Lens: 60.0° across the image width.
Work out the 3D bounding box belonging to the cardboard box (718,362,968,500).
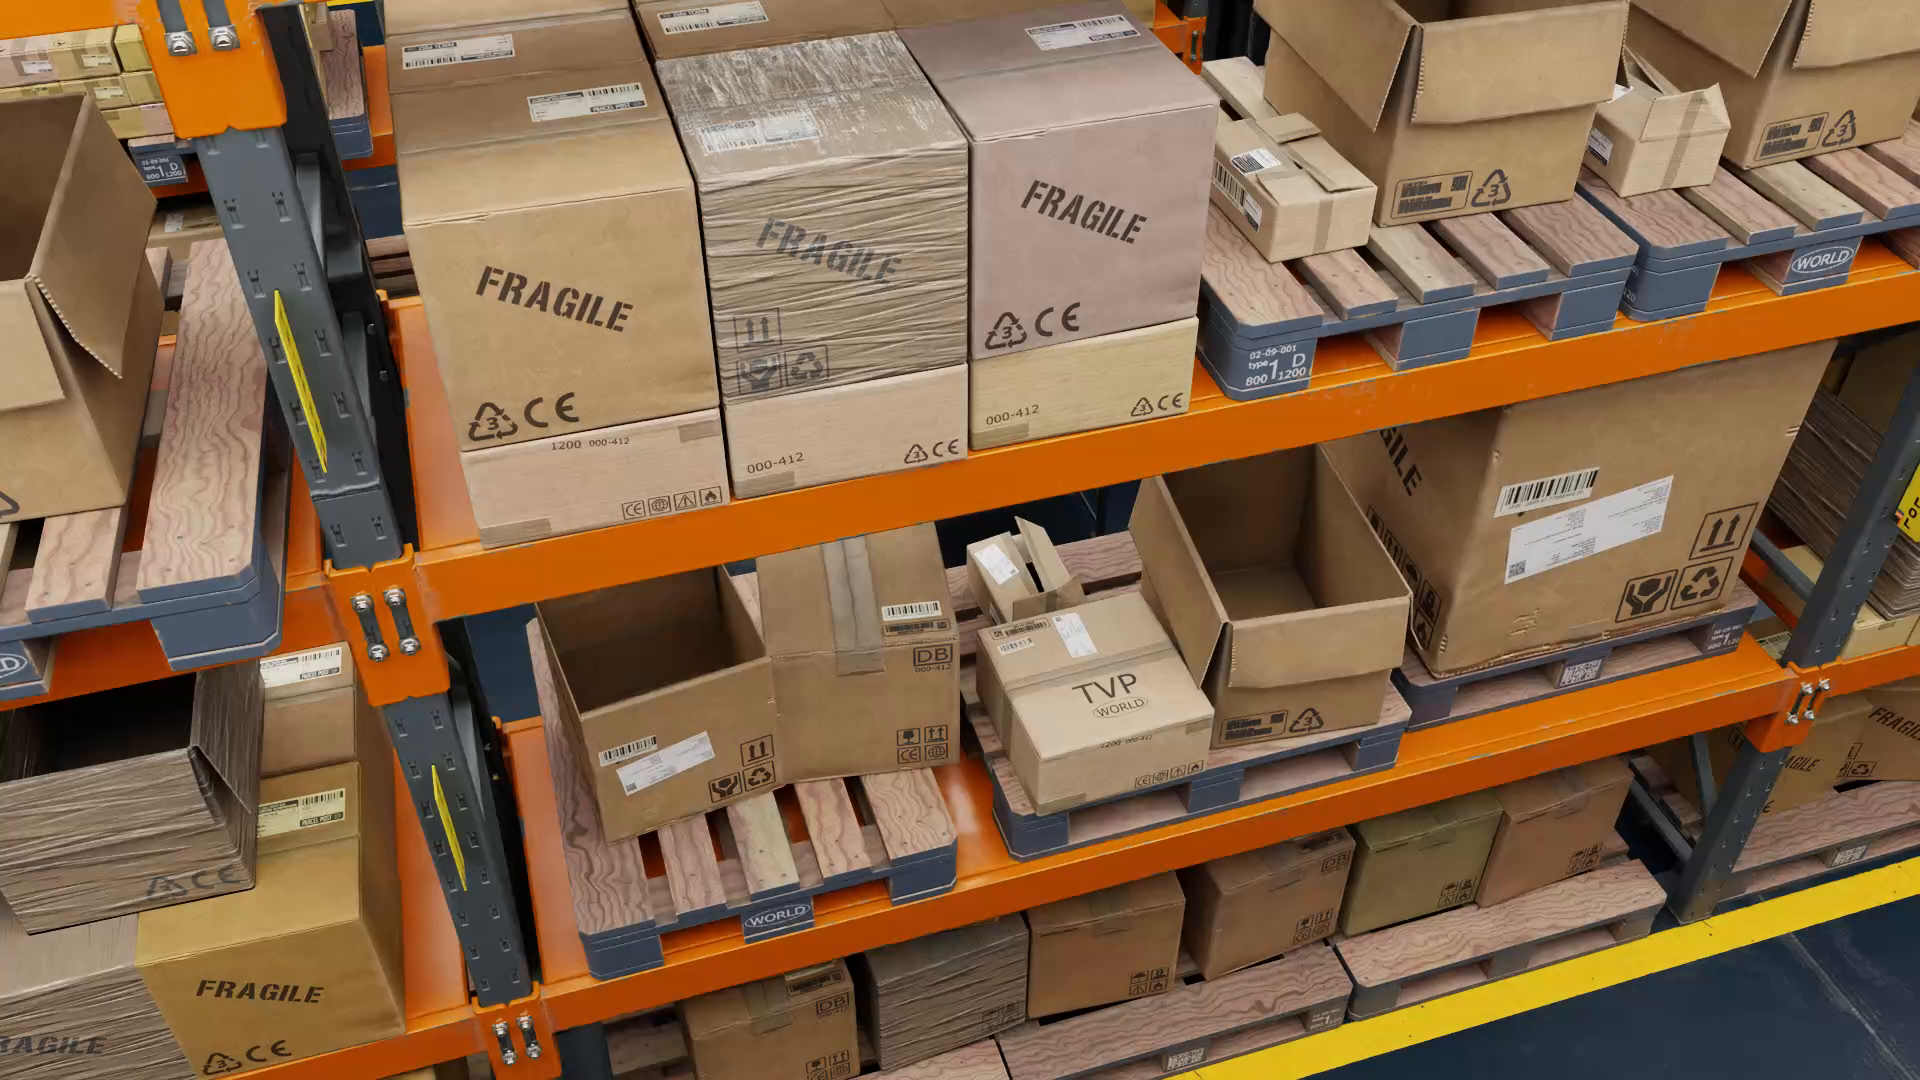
[{"bbox_3d":[-0.292,-0.375,3.583,0.500,0.250,0.500,-11,42,-12],"label":"cardboard box"}]

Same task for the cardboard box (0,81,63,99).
[{"bbox_3d":[-4.015,-1.988,7.241,0.250,0.149,0.380,-12,43,-13],"label":"cardboard box"}]

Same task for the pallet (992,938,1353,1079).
[{"bbox_3d":[0.601,1.390,5.848,1.213,0.211,1.003,-12,42,-13],"label":"pallet"}]

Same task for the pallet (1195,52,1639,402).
[{"bbox_3d":[0.900,-0.855,4.162,1.003,0.211,1.213,-12,42,-13],"label":"pallet"}]

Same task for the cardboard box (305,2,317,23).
[{"bbox_3d":[-3.221,-2.607,7.949,0.250,0.149,0.380,-10,42,-11],"label":"cardboard box"}]

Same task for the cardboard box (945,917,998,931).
[{"bbox_3d":[-0.173,0.963,5.213,0.500,0.250,0.500,-7,42,-8],"label":"cardboard box"}]

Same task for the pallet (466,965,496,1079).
[{"bbox_3d":[-2.081,1.891,5.275,1.213,0.211,1.003,-12,42,-13],"label":"pallet"}]

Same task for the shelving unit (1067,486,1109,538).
[{"bbox_3d":[0.081,-0.582,7.125,1.048,1.500,0.538,-12,42,-13],"label":"shelving unit"}]

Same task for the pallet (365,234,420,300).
[{"bbox_3d":[-3.446,-1.197,8.809,1.213,0.211,1.003,-12,42,-13],"label":"pallet"}]

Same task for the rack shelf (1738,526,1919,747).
[{"bbox_3d":[4.417,-0.183,6.076,4.000,0.370,1.077,-12,42,-13],"label":"rack shelf"}]

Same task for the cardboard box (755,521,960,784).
[{"bbox_3d":[-0.301,0.231,4.660,0.500,0.500,0.700,-6,41,-7],"label":"cardboard box"}]

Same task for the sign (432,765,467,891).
[{"bbox_3d":[-1.136,0.644,3.703,0.005,0.325,0.100,-12,42,-13],"label":"sign"}]

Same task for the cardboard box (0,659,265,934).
[{"bbox_3d":[-2.009,0.451,3.965,0.637,0.503,0.797,-10,42,-12],"label":"cardboard box"}]

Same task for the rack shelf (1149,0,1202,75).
[{"bbox_3d":[-0.792,-2.525,8.756,4.000,0.370,1.077,-12,42,-13],"label":"rack shelf"}]

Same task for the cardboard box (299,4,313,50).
[{"bbox_3d":[-3.030,-2.304,7.376,0.250,0.149,0.380,-13,43,-15],"label":"cardboard box"}]

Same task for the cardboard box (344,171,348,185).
[{"bbox_3d":[-3.430,-1.915,8.523,0.500,0.250,0.500,-14,43,-15],"label":"cardboard box"}]

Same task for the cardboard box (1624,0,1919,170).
[{"bbox_3d":[2.031,-1.354,4.192,0.637,0.503,0.797,-14,43,-15],"label":"cardboard box"}]

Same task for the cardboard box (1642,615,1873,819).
[{"bbox_3d":[2.903,0.671,6.133,0.500,0.500,0.500,-13,43,-14],"label":"cardboard box"}]

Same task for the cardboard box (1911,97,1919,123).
[{"bbox_3d":[2.865,-1.386,4.740,0.500,0.250,0.500,-10,42,-11],"label":"cardboard box"}]

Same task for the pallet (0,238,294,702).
[{"bbox_3d":[-1.904,-0.166,3.373,1.003,0.211,1.213,-10,42,-11],"label":"pallet"}]

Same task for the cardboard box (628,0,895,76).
[{"bbox_3d":[-0.441,-0.983,3.709,0.500,0.500,0.500,-12,43,-13],"label":"cardboard box"}]

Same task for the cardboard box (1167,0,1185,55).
[{"bbox_3d":[1.736,-2.629,9.625,0.875,0.875,0.875,-11,42,-12],"label":"cardboard box"}]

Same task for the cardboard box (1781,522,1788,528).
[{"bbox_3d":[2.867,-0.234,5.779,0.250,0.149,0.380,-12,42,-13],"label":"cardboard box"}]

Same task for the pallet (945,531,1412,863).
[{"bbox_3d":[0.570,0.387,5.022,1.213,0.211,1.003,-12,42,-13],"label":"pallet"}]

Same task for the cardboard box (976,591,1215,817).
[{"bbox_3d":[0.361,0.444,4.607,0.500,0.250,0.500,-13,43,-14],"label":"cardboard box"}]

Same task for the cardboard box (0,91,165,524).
[{"bbox_3d":[-1.866,-0.429,3.133,0.637,0.503,0.797,-9,42,-11],"label":"cardboard box"}]

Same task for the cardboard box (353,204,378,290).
[{"bbox_3d":[-3.249,-1.323,8.415,0.500,0.500,0.500,-12,43,-13],"label":"cardboard box"}]

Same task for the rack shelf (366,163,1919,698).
[{"bbox_3d":[0.601,-0.522,4.184,4.000,0.370,1.077,-12,42,-13],"label":"rack shelf"}]

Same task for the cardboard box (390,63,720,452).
[{"bbox_3d":[-0.781,-0.555,3.219,0.500,0.500,0.500,-11,42,-13],"label":"cardboard box"}]

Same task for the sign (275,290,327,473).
[{"bbox_3d":[-1.147,-0.272,2.898,0.005,0.325,0.100,-12,42,-13],"label":"sign"}]

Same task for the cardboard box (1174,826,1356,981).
[{"bbox_3d":[0.923,1.018,5.720,0.500,0.500,0.700,-15,43,-17],"label":"cardboard box"}]

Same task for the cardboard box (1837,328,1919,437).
[{"bbox_3d":[3.015,-0.514,4.846,0.500,0.500,0.500,-12,42,-13],"label":"cardboard box"}]

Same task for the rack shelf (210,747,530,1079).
[{"bbox_3d":[-3.214,1.398,4.266,4.000,0.370,1.077,-12,42,-13],"label":"rack shelf"}]

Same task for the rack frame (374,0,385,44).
[{"bbox_3d":[-2.700,-2.401,8.067,0.127,3.000,1.000,-12,42,-13],"label":"rack frame"}]

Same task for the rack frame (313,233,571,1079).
[{"bbox_3d":[-1.306,0.732,4.482,0.127,3.000,1.000,-12,42,-13],"label":"rack frame"}]

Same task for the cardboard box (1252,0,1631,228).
[{"bbox_3d":[1.133,-1.168,3.979,0.637,0.503,0.797,-10,42,-11],"label":"cardboard box"}]

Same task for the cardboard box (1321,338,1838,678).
[{"bbox_3d":[1.709,-0.373,4.972,1.000,1.000,1.000,-11,42,-13],"label":"cardboard box"}]

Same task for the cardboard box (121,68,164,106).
[{"bbox_3d":[-3.538,-2.085,7.352,0.250,0.149,0.380,-11,42,-12],"label":"cardboard box"}]

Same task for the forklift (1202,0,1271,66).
[{"bbox_3d":[1.897,-2.086,7.759,3.031,2.935,1.130,-29,49,-29],"label":"forklift"}]

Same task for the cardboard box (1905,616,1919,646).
[{"bbox_3d":[3.047,0.141,5.349,0.250,0.149,0.380,-12,42,-13],"label":"cardboard box"}]

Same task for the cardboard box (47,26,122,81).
[{"bbox_3d":[-3.773,-2.148,7.198,0.250,0.149,0.380,-11,42,-12],"label":"cardboard box"}]

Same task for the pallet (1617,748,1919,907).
[{"bbox_3d":[3.139,0.837,6.481,1.213,0.211,1.003,-12,42,-13],"label":"pallet"}]

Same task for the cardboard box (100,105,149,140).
[{"bbox_3d":[-3.754,-1.932,7.403,0.250,0.149,0.380,-12,43,-14],"label":"cardboard box"}]

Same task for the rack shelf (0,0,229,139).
[{"bbox_3d":[-3.214,-0.710,2.424,4.000,0.370,1.077,-12,42,-13],"label":"rack shelf"}]

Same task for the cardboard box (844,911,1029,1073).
[{"bbox_3d":[-0.148,1.245,5.460,0.500,0.500,0.700,-15,43,-17],"label":"cardboard box"}]

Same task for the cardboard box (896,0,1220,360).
[{"bbox_3d":[0.182,-0.757,3.450,0.500,0.500,0.500,-13,43,-14],"label":"cardboard box"}]

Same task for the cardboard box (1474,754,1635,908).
[{"bbox_3d":[1.917,0.825,5.941,0.500,0.500,0.700,-15,43,-16],"label":"cardboard box"}]

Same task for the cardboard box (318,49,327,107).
[{"bbox_3d":[-3.032,-2.078,7.570,0.250,0.149,0.380,-11,42,-12],"label":"cardboard box"}]

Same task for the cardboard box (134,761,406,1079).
[{"bbox_3d":[-1.703,0.947,4.159,0.500,0.500,0.500,-10,42,-12],"label":"cardboard box"}]
